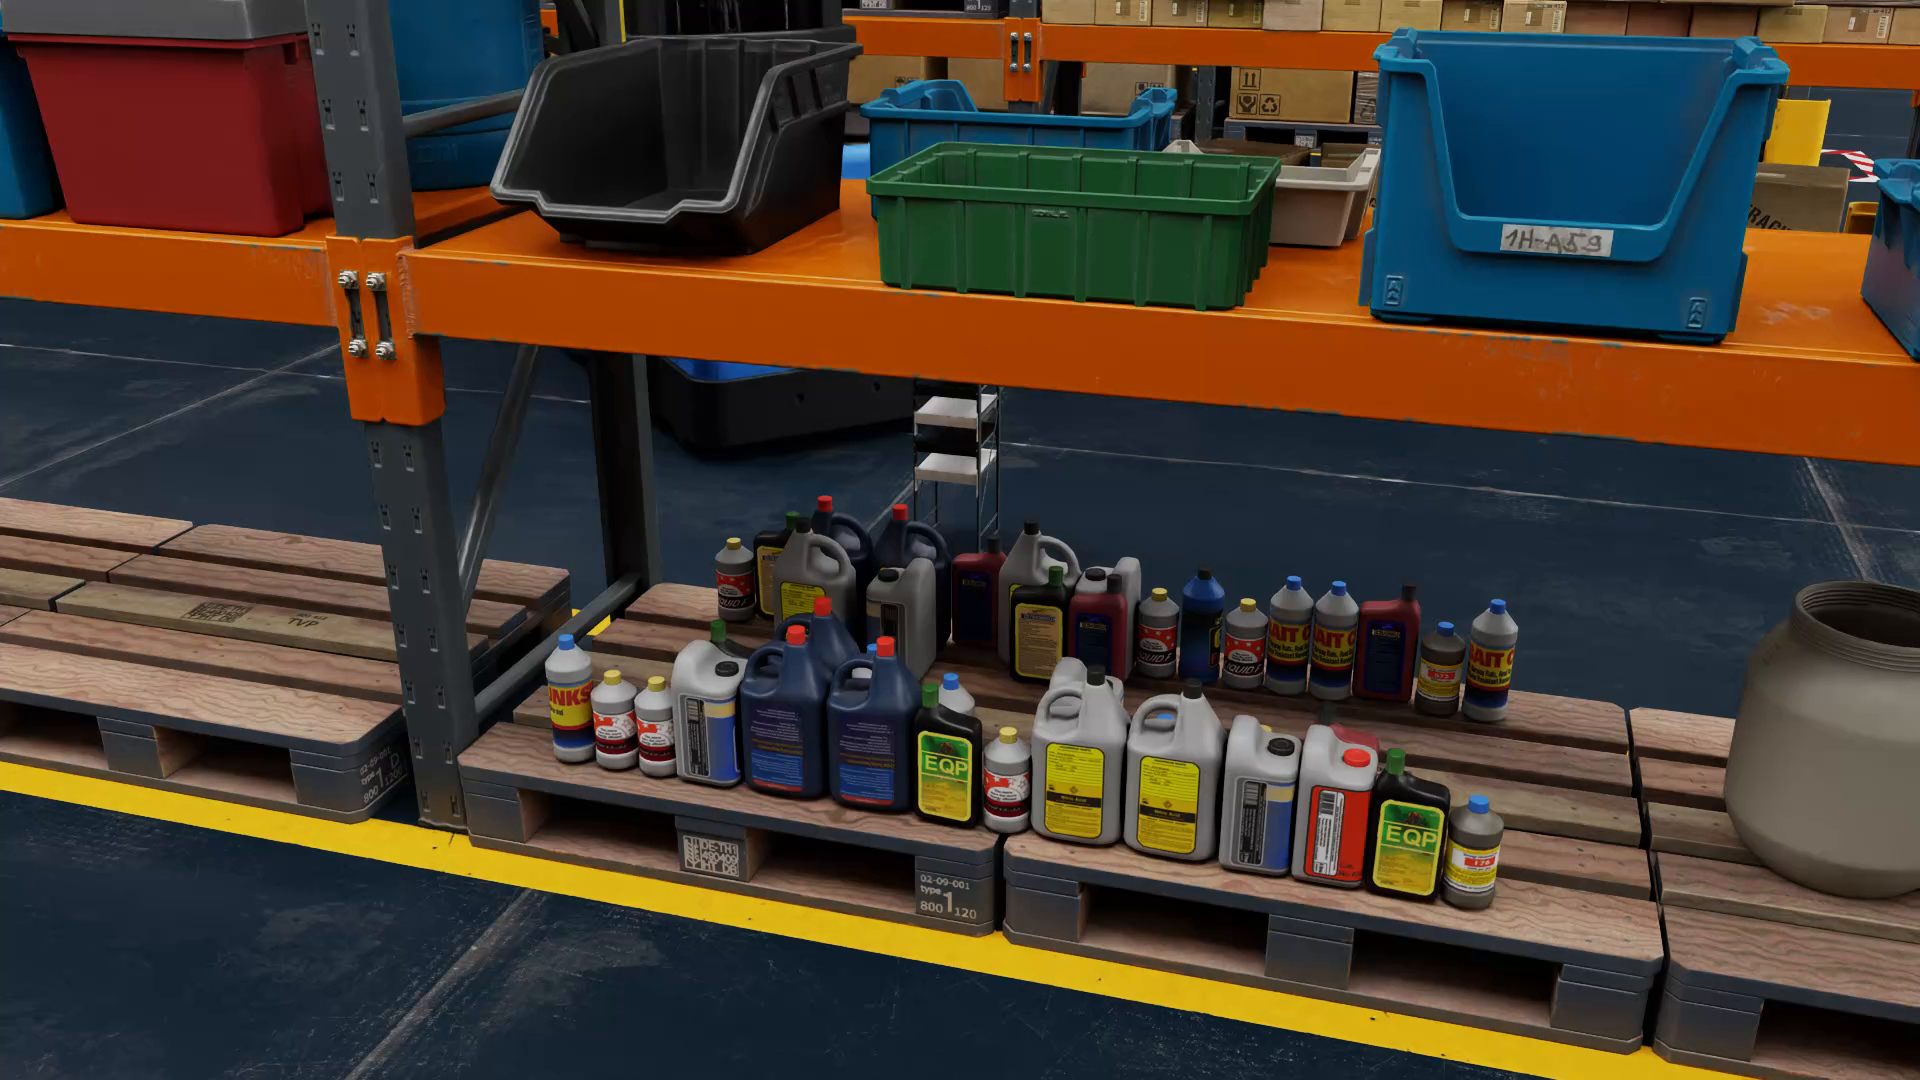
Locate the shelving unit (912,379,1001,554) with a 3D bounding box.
[{"bbox_3d":[-0.008,-0.417,5.101,0.210,0.900,0.258,7,23,16],"label":"shelving unit"}]

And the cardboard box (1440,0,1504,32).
[{"bbox_3d":[2.239,-2.304,7.265,0.250,0.149,0.380,7,23,16],"label":"cardboard box"}]

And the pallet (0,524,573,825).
[{"bbox_3d":[-1.767,0.294,4.275,1.213,0.211,1.003,7,23,16],"label":"pallet"}]

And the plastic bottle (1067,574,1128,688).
[{"bbox_3d":[0.314,0.209,3.806,0.133,0.283,0.061,7,23,16],"label":"plastic bottle"}]

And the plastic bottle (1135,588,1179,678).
[{"bbox_3d":[0.465,0.212,3.909,0.097,0.201,0.097,0,22,0],"label":"plastic bottle"}]

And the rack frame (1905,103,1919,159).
[{"bbox_3d":[4.257,-2.285,6.888,0.127,3.000,1.000,7,23,16],"label":"rack frame"}]

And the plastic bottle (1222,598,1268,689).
[{"bbox_3d":[0.662,0.234,3.854,0.097,0.201,0.097,0,22,0],"label":"plastic bottle"}]

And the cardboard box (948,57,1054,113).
[{"bbox_3d":[0.414,-3.811,13.018,0.750,0.750,1.050,7,23,15],"label":"cardboard box"}]

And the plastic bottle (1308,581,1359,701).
[{"bbox_3d":[0.852,0.224,3.788,0.097,0.271,0.097,0,22,0],"label":"plastic bottle"}]

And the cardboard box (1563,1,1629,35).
[{"bbox_3d":[2.723,-2.256,7.149,0.250,0.149,0.380,7,23,16],"label":"cardboard box"}]

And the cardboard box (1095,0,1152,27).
[{"bbox_3d":[0.782,-2.442,7.603,0.250,0.149,0.380,7,23,16],"label":"cardboard box"}]

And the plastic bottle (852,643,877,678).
[{"bbox_3d":[-0.177,0.346,3.489,0.097,0.271,0.097,0,22,0],"label":"plastic bottle"}]

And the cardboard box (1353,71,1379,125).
[{"bbox_3d":[3.403,-3.534,12.179,0.875,0.875,0.875,7,23,16],"label":"cardboard box"}]

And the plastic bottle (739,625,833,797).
[{"bbox_3d":[-0.351,0.337,3.406,0.185,0.351,0.144,7,23,17],"label":"plastic bottle"}]

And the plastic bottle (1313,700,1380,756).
[{"bbox_3d":[0.738,0.449,3.222,0.133,0.283,0.061,7,23,16],"label":"plastic bottle"}]

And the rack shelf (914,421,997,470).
[{"bbox_3d":[-0.008,-0.303,5.148,0.200,0.077,0.258,7,23,16],"label":"rack shelf"}]

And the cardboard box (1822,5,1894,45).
[{"bbox_3d":[3.685,-2.153,6.897,0.250,0.149,0.380,7,23,16],"label":"cardboard box"}]

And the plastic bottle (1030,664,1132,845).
[{"bbox_3d":[0.237,0.405,3.242,0.185,0.351,0.144,6,23,15],"label":"plastic bottle"}]

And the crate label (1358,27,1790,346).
[{"bbox_3d":[0.986,-0.605,2.747,0.616,0.435,0.502,7,23,16],"label":"crate label"}]

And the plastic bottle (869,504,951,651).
[{"bbox_3d":[-0.120,0.085,4.021,0.185,0.351,0.144,5,23,13],"label":"plastic bottle"}]

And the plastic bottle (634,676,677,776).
[{"bbox_3d":[-0.630,0.384,3.490,0.097,0.201,0.097,0,22,0],"label":"plastic bottle"}]

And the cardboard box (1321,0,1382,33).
[{"bbox_3d":[1.750,-2.346,7.369,0.250,0.149,0.380,7,23,16],"label":"cardboard box"}]

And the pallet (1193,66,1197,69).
[{"bbox_3d":[2.544,-5.119,17.471,1.213,0.211,1.003,7,23,16],"label":"pallet"}]

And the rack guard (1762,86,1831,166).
[{"bbox_3d":[5.809,-2.917,11.723,0.348,0.500,1.175,7,23,16],"label":"rack guard"}]

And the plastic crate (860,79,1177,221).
[{"bbox_3d":[0.135,-0.833,3.543,0.616,0.251,0.499,7,23,16],"label":"plastic crate"}]

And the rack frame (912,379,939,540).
[{"bbox_3d":[-0.105,-0.428,5.129,0.006,0.900,0.240,7,23,16],"label":"rack frame"}]

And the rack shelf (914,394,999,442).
[{"bbox_3d":[-0.008,-0.386,5.114,0.200,0.077,0.258,7,23,16],"label":"rack shelf"}]

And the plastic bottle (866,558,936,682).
[{"bbox_3d":[-0.139,0.176,3.898,0.135,0.276,0.152,7,23,16],"label":"plastic bottle"}]

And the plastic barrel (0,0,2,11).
[{"bbox_3d":[-2.558,-1.252,4.190,0.433,0.535,0.433,0,22,0],"label":"plastic barrel"}]

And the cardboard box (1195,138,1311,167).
[{"bbox_3d":[1.349,-1.643,8.063,0.500,0.500,0.500,15,27,32],"label":"cardboard box"}]

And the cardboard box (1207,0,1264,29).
[{"bbox_3d":[1.271,-2.401,7.502,0.250,0.149,0.380,7,23,16],"label":"cardboard box"}]

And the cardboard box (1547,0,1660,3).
[{"bbox_3d":[2.759,-2.621,7.183,0.500,0.500,0.875,7,23,16],"label":"cardboard box"}]

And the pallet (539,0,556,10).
[{"bbox_3d":[-1.495,-2.871,8.570,1.213,0.211,1.003,7,23,16],"label":"pallet"}]

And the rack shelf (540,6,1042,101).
[{"bbox_3d":[-1.488,-2.610,8.628,4.000,0.370,1.077,7,23,16],"label":"rack shelf"}]

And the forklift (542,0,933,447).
[{"bbox_3d":[-1.147,-2.204,6.780,1.130,2.935,3.031,-11,25,-26],"label":"forklift"}]

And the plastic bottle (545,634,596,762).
[{"bbox_3d":[-0.825,0.329,3.531,0.097,0.271,0.097,0,22,0],"label":"plastic bottle"}]

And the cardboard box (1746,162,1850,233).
[{"bbox_3d":[3.664,-1.397,7.465,0.500,0.500,0.500,11,25,25],"label":"cardboard box"}]

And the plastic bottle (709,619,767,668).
[{"bbox_3d":[-0.477,0.310,3.561,0.133,0.283,0.061,7,23,16],"label":"plastic bottle"}]

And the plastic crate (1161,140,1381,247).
[{"bbox_3d":[0.624,-0.716,3.411,0.437,0.136,0.530,7,23,16],"label":"plastic crate"}]

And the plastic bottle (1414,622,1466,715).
[{"bbox_3d":[1.081,0.282,3.737,0.097,0.201,0.097,0,22,0],"label":"plastic bottle"}]

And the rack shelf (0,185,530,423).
[{"bbox_3d":[-2.918,-0.810,4.241,4.000,0.370,1.077,7,23,16],"label":"rack shelf"}]

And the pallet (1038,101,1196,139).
[{"bbox_3d":[1.196,-3.282,12.992,1.213,0.211,1.003,7,23,16],"label":"pallet"}]

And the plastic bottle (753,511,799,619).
[{"bbox_3d":[-0.448,0.062,4.166,0.133,0.283,0.061,8,24,18],"label":"plastic bottle"}]

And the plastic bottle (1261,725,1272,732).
[{"bbox_3d":[0.593,0.463,3.295,0.097,0.201,0.097,0,22,0],"label":"plastic bottle"}]

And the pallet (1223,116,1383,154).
[{"bbox_3d":[2.662,-3.113,12.580,1.213,0.211,1.003,7,23,15],"label":"pallet"}]

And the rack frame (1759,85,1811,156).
[{"bbox_3d":[5.786,-4.076,11.255,0.127,3.000,1.000,7,23,16],"label":"rack frame"}]

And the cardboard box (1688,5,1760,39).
[{"bbox_3d":[3.196,-2.194,6.998,0.250,0.149,0.380,7,23,16],"label":"cardboard box"}]

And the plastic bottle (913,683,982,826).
[{"bbox_3d":[-0.024,0.422,3.287,0.133,0.283,0.061,8,23,18],"label":"plastic bottle"}]

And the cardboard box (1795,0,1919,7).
[{"bbox_3d":[3.738,-2.539,6.984,0.500,0.500,0.875,7,23,16],"label":"cardboard box"}]

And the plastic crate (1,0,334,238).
[{"bbox_3d":[-1.555,-0.896,3.416,0.583,0.464,0.402,7,23,16],"label":"plastic crate"}]

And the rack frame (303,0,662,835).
[{"bbox_3d":[-1.003,-0.924,3.570,0.127,3.000,1.000,7,23,16],"label":"rack frame"}]

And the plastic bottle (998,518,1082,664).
[{"bbox_3d":[0.189,0.120,3.935,0.185,0.351,0.144,6,23,15],"label":"plastic bottle"}]

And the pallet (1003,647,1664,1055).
[{"bbox_3d":[0.799,0.588,3.559,1.213,0.211,1.003,7,23,16],"label":"pallet"}]

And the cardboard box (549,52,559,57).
[{"bbox_3d":[-3.074,-4.026,13.874,0.500,0.500,0.500,8,23,18],"label":"cardboard box"}]

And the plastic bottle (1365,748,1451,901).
[{"bbox_3d":[0.824,0.519,3.051,0.133,0.283,0.061,7,23,17],"label":"plastic bottle"}]

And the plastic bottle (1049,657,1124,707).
[{"bbox_3d":[0.256,0.383,3.394,0.135,0.276,0.152,7,23,16],"label":"plastic bottle"}]

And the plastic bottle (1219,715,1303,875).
[{"bbox_3d":[0.575,0.476,3.166,0.135,0.276,0.152,6,23,14],"label":"plastic bottle"}]
